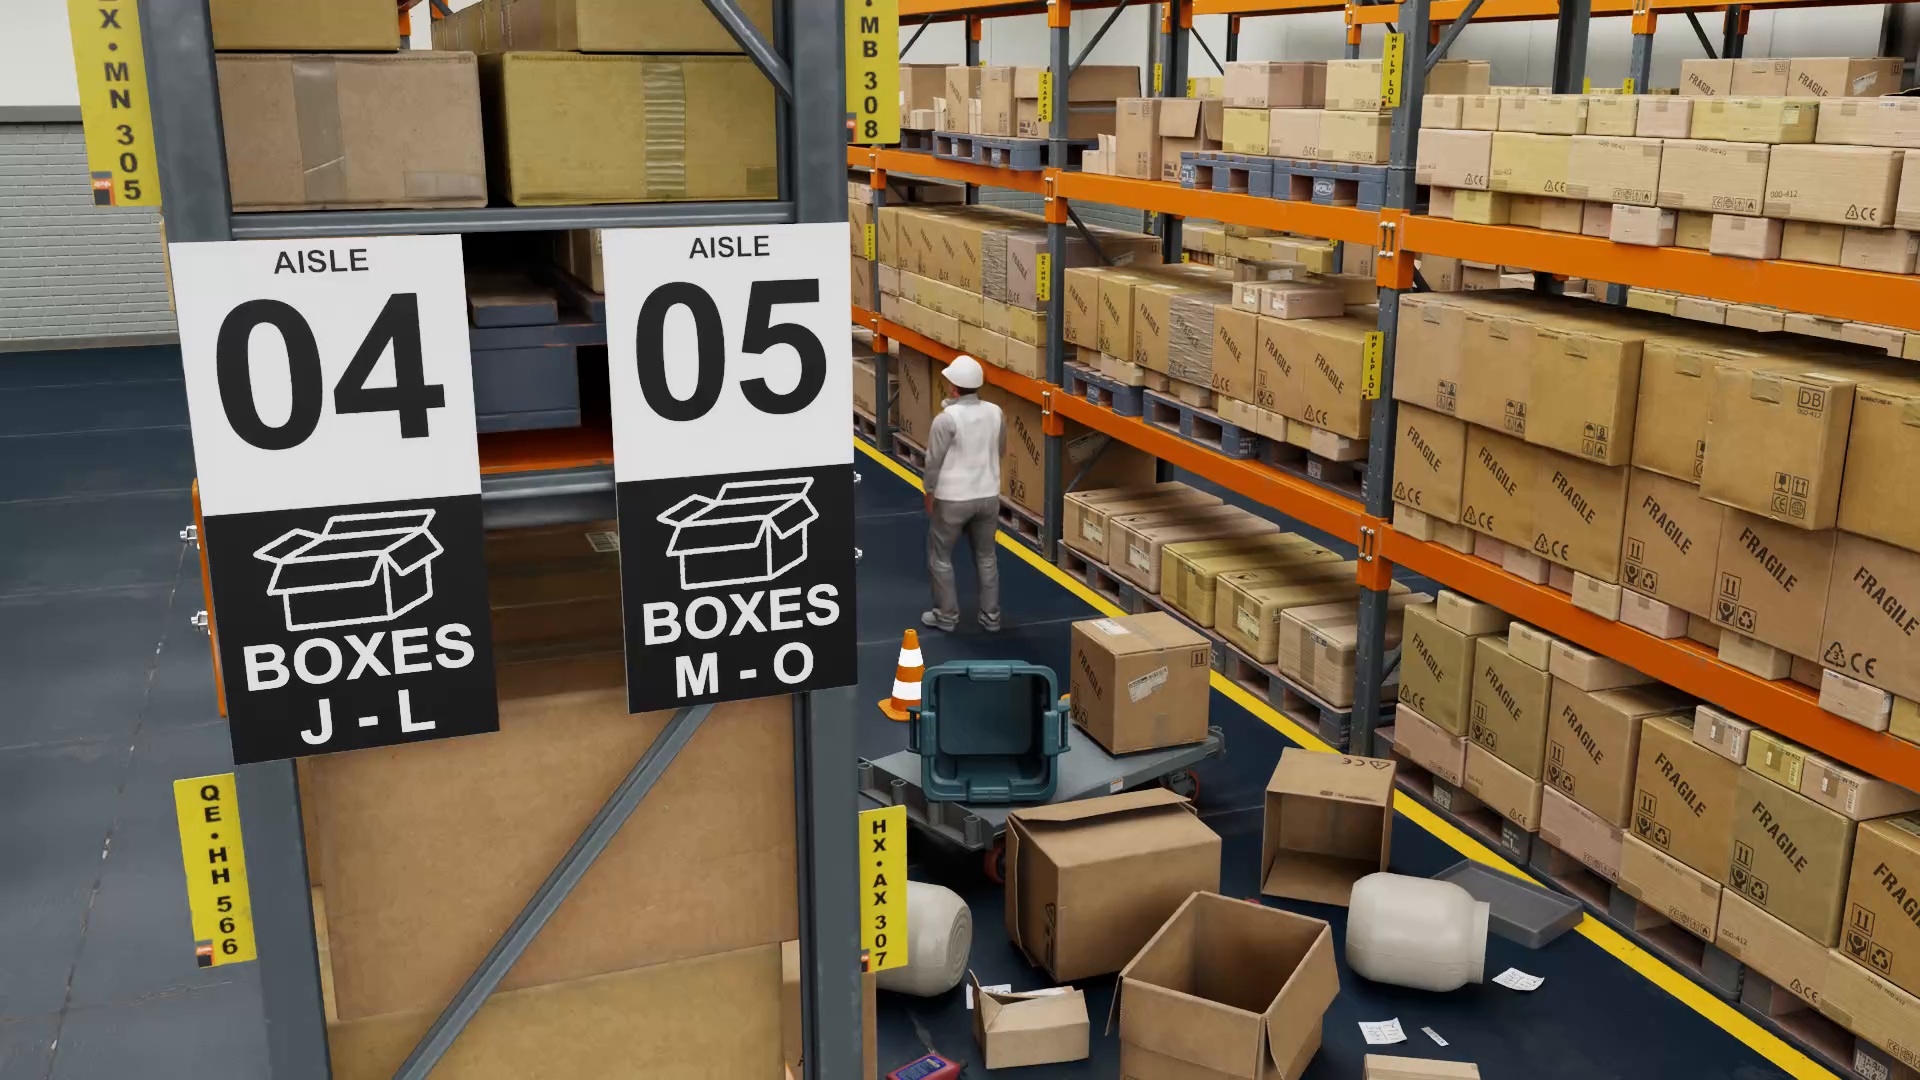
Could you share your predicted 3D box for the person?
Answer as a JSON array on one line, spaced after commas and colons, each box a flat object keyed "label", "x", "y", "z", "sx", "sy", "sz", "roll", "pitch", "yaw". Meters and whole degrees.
[{"label": "person", "x": 0.009, "y": -0.291, "z": 10.531, "sx": 0.593, "sy": 1.770, "sz": 0.482, "roll": -9, "pitch": 18, "yaw": -28}]
